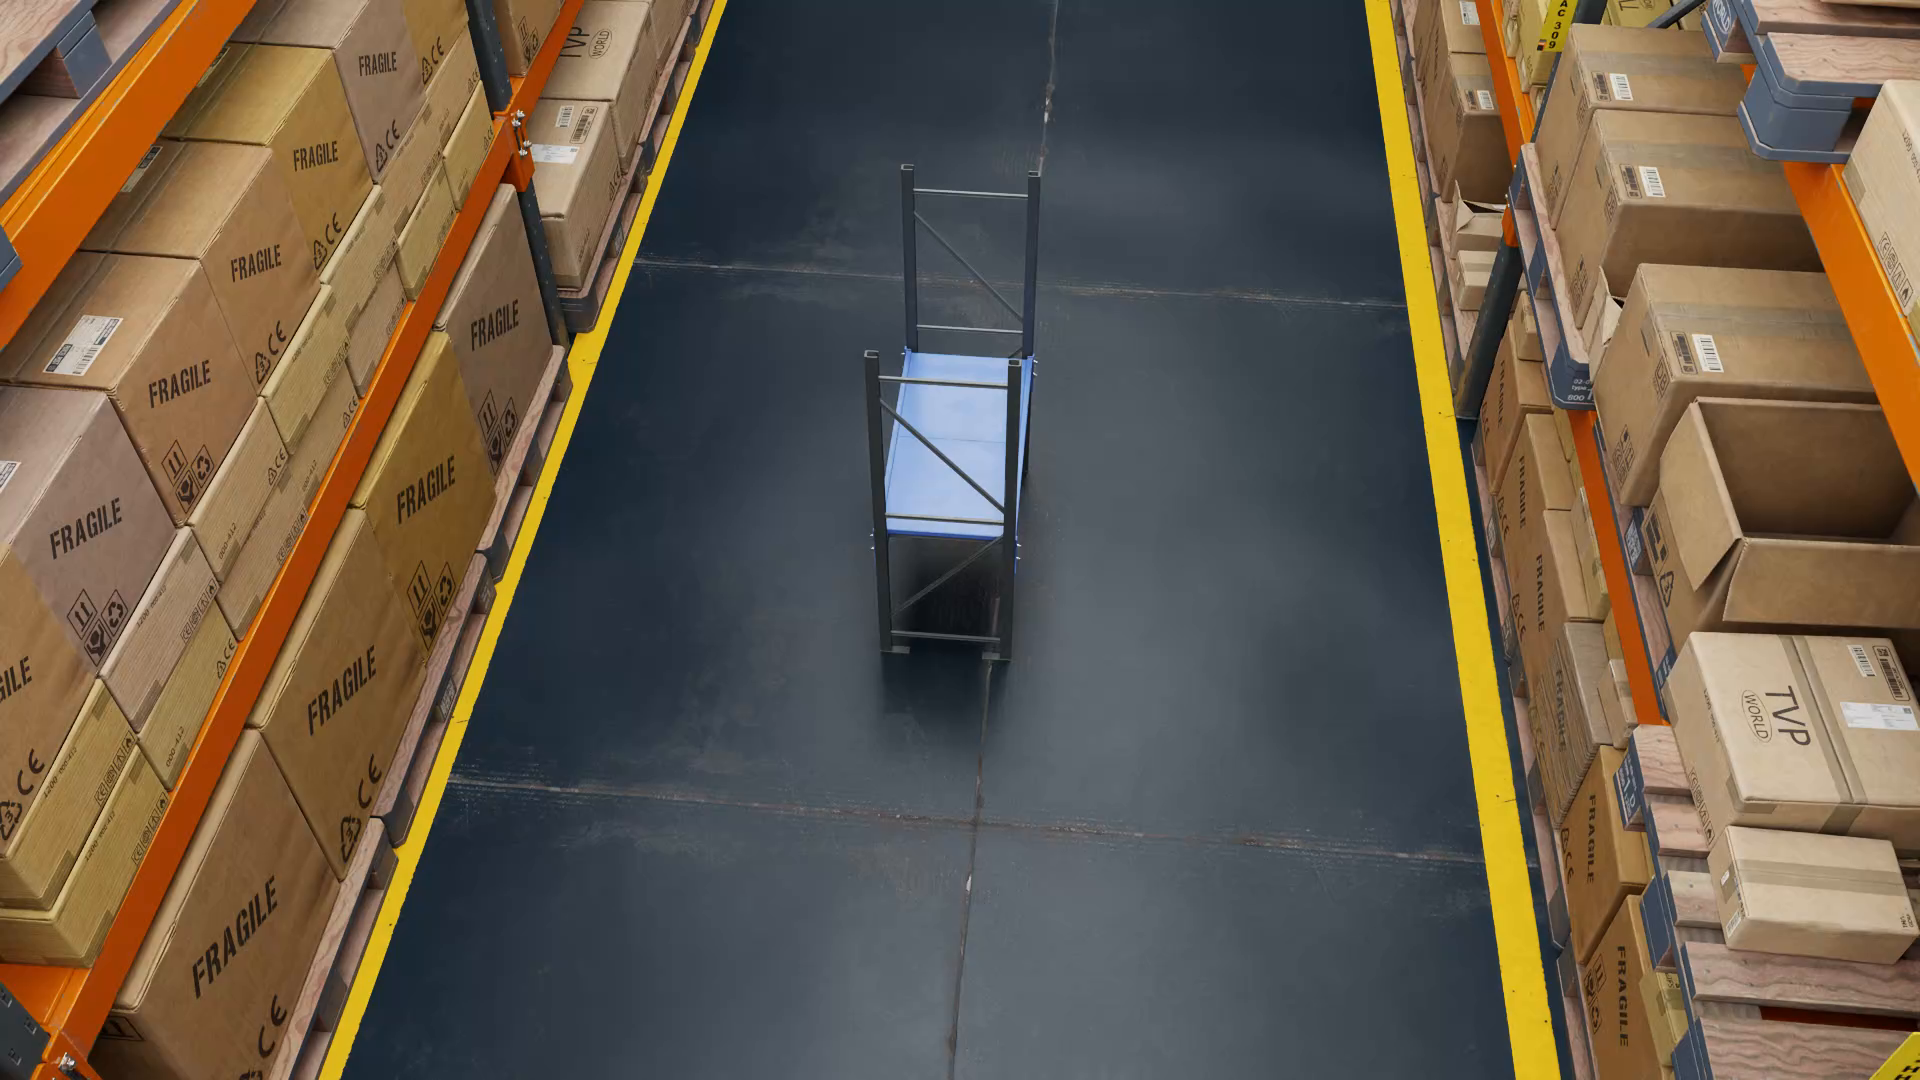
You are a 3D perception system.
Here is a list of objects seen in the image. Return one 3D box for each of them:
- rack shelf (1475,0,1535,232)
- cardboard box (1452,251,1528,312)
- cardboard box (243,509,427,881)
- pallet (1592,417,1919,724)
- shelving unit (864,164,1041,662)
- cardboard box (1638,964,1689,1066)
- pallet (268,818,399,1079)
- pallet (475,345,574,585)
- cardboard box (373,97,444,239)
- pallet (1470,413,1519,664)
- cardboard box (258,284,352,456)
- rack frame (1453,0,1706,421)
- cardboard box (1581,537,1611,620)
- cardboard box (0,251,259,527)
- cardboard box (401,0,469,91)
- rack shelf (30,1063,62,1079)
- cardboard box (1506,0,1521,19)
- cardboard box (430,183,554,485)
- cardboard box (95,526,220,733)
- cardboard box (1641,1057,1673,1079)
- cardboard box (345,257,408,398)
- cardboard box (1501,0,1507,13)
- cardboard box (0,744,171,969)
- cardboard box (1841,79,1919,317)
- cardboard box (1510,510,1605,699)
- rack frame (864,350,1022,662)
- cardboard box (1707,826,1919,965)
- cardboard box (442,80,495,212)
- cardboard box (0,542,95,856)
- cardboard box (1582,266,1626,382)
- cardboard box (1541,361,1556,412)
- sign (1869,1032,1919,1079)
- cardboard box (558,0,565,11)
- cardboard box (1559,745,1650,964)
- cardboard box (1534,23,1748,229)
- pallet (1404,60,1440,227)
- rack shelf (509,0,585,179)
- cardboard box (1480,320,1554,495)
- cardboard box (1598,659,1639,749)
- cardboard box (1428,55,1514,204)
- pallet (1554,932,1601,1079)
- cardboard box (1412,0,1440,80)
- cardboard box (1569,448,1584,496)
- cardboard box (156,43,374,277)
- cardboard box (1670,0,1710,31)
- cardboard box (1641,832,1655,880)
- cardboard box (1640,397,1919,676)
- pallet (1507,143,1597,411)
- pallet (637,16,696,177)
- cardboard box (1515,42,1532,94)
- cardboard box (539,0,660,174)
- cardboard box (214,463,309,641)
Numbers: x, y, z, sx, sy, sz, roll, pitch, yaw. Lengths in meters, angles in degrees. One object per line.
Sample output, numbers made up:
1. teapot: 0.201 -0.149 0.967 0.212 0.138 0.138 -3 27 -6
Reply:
1. rack shelf: 2.849 -2.775 7.769 1.077 0.370 4.000 4 48 4
2. cardboard box: 2.425 -1.157 7.449 0.380 0.149 0.250 3 48 2
3. cardboard box: -2.410 0.478 5.461 0.875 0.875 0.875 4 48 4
4. pallet: 2.475 0.026 4.849 1.003 0.211 1.213 4 48 4
5. shelving unit: -0.008 -0.443 6.165 0.538 1.500 1.048 4 48 4
6. cardboard box: 2.089 1.291 4.532 0.380 0.149 0.250 2 48 2
7. pallet: -2.494 1.427 5.328 1.003 0.211 1.213 4 48 4
8. pallet: -2.272 -0.366 6.968 1.003 0.211 1.213 4 48 4
9. cardboard box: -2.113 -1.290 5.685 0.500 0.250 0.500 5 48 4
10. pallet: 2.630 -0.007 6.639 1.003 0.211 1.213 4 48 4
11. cardboard box: -2.184 -0.531 4.992 0.500 0.250 0.500 5 48 4
12. rack frame: 2.667 -1.548 6.159 1.000 3.000 0.127 4 48 4
13. cardboard box: 2.313 0.144 5.581 0.380 0.149 0.250 5 48 5
14. cardboard box: -2.255 -0.402 4.365 0.500 0.500 0.500 5 48 5
15. cardboard box: -2.067 -1.906 5.741 0.500 0.500 0.500 5 48 5
16. rack shelf: -2.823 2.772 2.695 1.077 0.370 4.000 4 48 4
17. cardboard box: 2.501 -2.358 6.800 0.500 0.250 0.500 4 48 4
18. cardboard box: -2.253 -0.843 6.670 0.875 0.875 0.875 5 48 5
19. cardboard box: -2.301 0.206 4.317 0.500 0.250 0.500 5 48 4
20. cardboard box: 2.127 1.768 4.536 0.500 0.500 0.500 5 48 5
21. cardboard box: -2.179 -0.739 5.520 0.500 0.250 0.500 3 48 2
22. cardboard box: 2.497 -2.291 7.009 0.380 0.149 0.250 5 48 5
23. cardboard box: -2.346 0.768 4.143 0.500 0.250 0.500 3 48 3
24. cardboard box: 2.198 -0.701 3.454 0.500 0.250 0.500 4 48 4
25. cardboard box: 2.310 0.252 5.922 0.500 0.500 0.500 3 48 2
26. rack frame: -0.054 -0.070 5.824 0.500 1.500 0.032 4 48 4
27. cardboard box: 1.980 0.825 3.874 0.380 0.149 0.250 5 48 4
28. cardboard box: -2.066 -1.482 6.201 0.500 0.250 0.500 3 48 3
29. cardboard box: -2.353 0.343 3.684 0.500 0.500 0.500 2 48 2
30. cardboard box: 2.158 -0.650 5.144 0.396 0.266 0.258 6 48 5
31. cardboard box: 2.421 -0.611 6.272 0.380 0.149 0.250 3 48 2
32. sign: 1.761 0.997 3.100 0.100 0.325 0.005 4 48 4
33. cardboard box: -1.923 -2.610 7.063 0.500 0.500 0.500 4 48 4
34. cardboard box: 2.228 1.016 5.223 0.500 0.500 0.500 6 48 5
35. cardboard box: 2.400 -1.383 5.656 0.700 0.500 0.500 5 48 5
36. pallet: 2.839 -2.011 8.472 1.003 0.211 1.213 4 48 4
37. rack shelf: -2.094 -3.106 8.072 1.077 0.370 4.000 4 48 4
38. cardboard box: 2.399 -0.506 6.616 0.500 0.500 0.500 6 48 5
39. cardboard box: 2.244 0.521 5.236 0.380 0.149 0.250 2 48 2
40. cardboard box: 2.670 -1.954 7.940 0.700 0.500 0.500 2 48 2
41. pallet: 2.408 1.786 4.999 1.003 0.211 1.213 4 48 4
42. cardboard box: 2.765 -2.717 8.638 0.700 0.500 0.500 6 48 5
43. cardboard box: 2.397 -0.219 5.914 0.380 0.149 0.250 3 48 3
44. cardboard box: -2.173 -1.154 5.053 0.500 0.500 0.500 5 48 5
45. cardboard box: 2.981 -1.944 6.421 0.500 0.250 0.500 3 48 3
46. cardboard box: 2.226 0.910 4.881 0.380 0.149 0.250 5 48 5
47. cardboard box: 2.267 0.002 4.386 0.797 0.503 0.637 3 48 3
48. pallet: 2.485 -0.904 5.700 1.003 0.211 1.213 4 48 4
49. pallet: -2.021 -2.391 8.820 1.003 0.211 1.213 4 48 4
50. cardboard box: 2.446 -1.908 6.658 0.380 0.149 0.250 5 48 5
51. cardboard box: -2.032 -2.269 8.270 0.875 0.438 0.875 3 48 2
52. cardboard box: -2.263 0.004 4.841 0.500 0.250 0.500 5 48 5
